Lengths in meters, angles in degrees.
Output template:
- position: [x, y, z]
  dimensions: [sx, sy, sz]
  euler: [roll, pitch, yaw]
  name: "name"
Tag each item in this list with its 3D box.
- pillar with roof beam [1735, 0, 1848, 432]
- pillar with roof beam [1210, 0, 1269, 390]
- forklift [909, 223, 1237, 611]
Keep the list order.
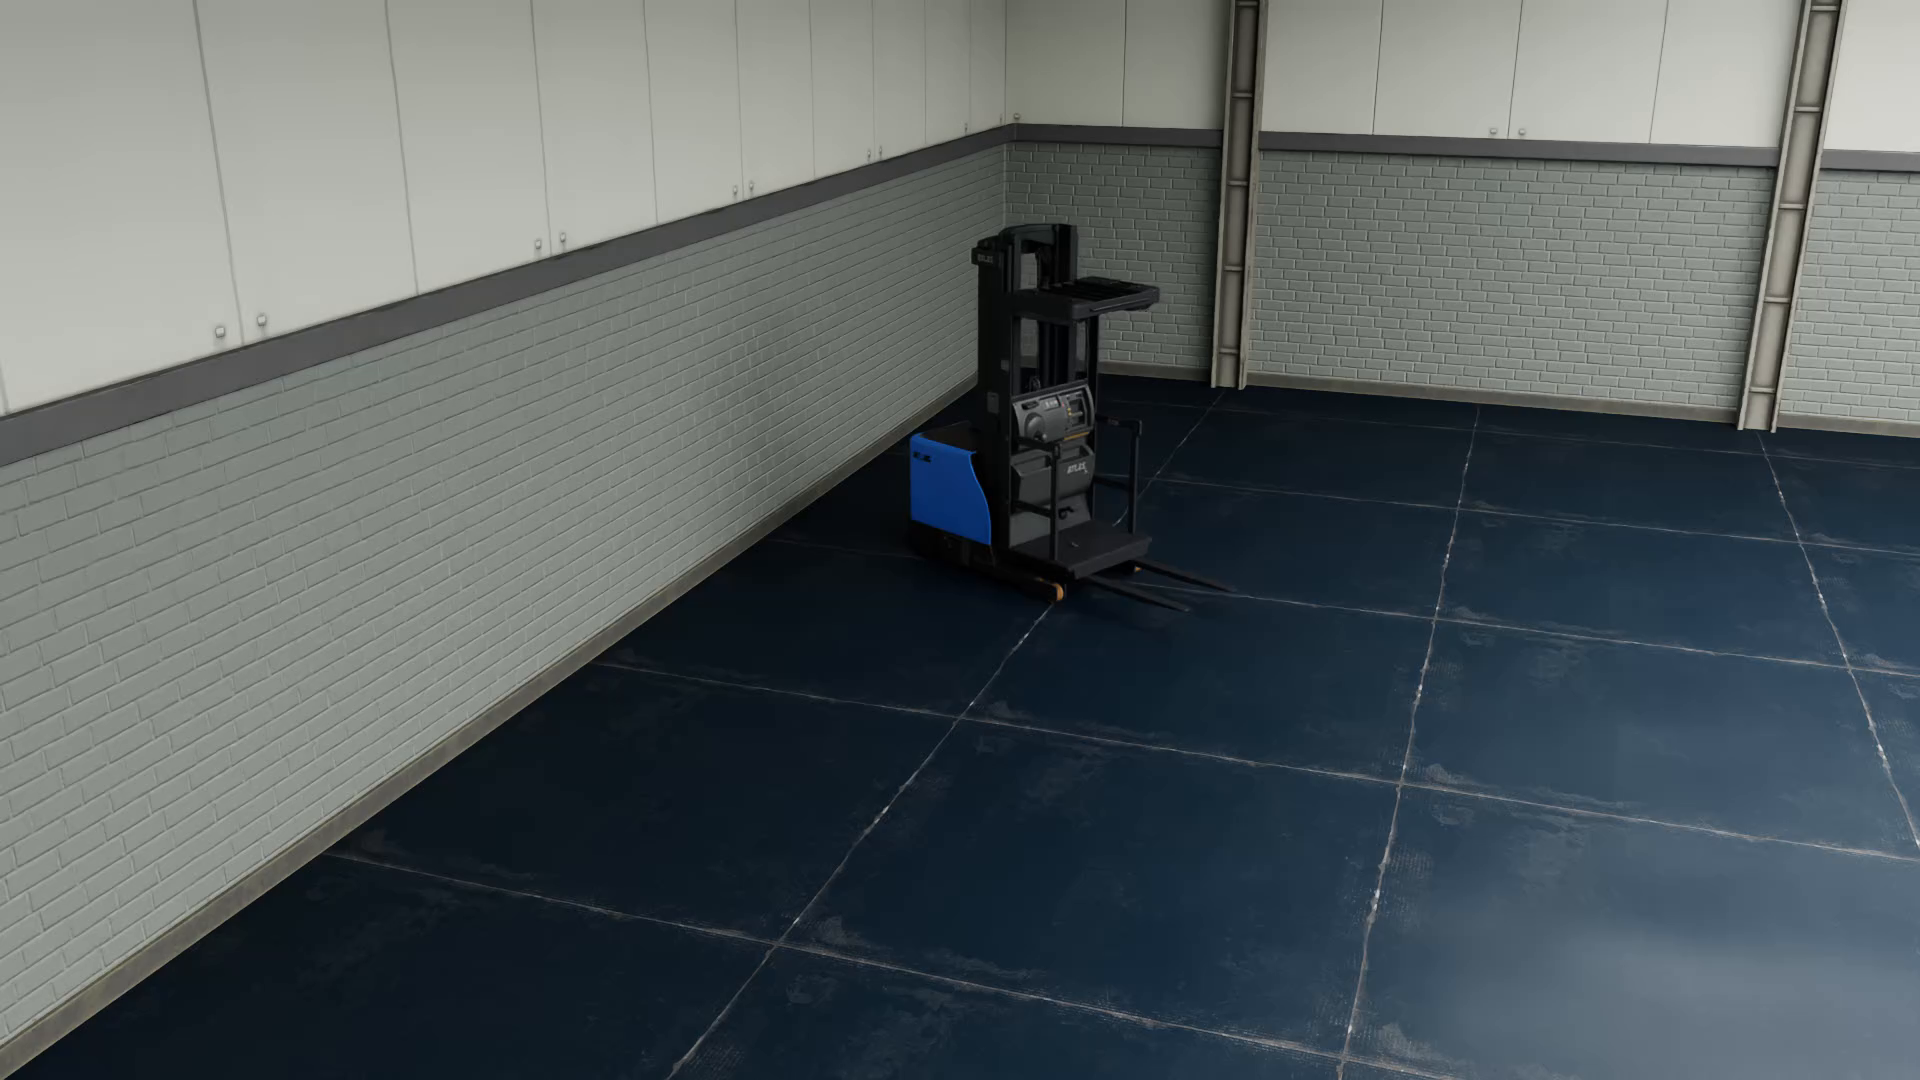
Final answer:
- position: [7.599, -4.185, 13.524]
  dimensions: [0.400, 9.000, 9.100]
  euler: [7, 20, 18]
  name: "pillar with roof beam"
- position: [1.931, -4.833, 15.384]
  dimensions: [0.400, 9.000, 9.100]
  euler: [7, 20, 18]
  name: "pillar with roof beam"
- position: [0.934, -1.056, 13.766]
  dimensions: [1.130, 2.935, 3.031]
  euler: [-18, 26, -41]
  name: "forklift"
